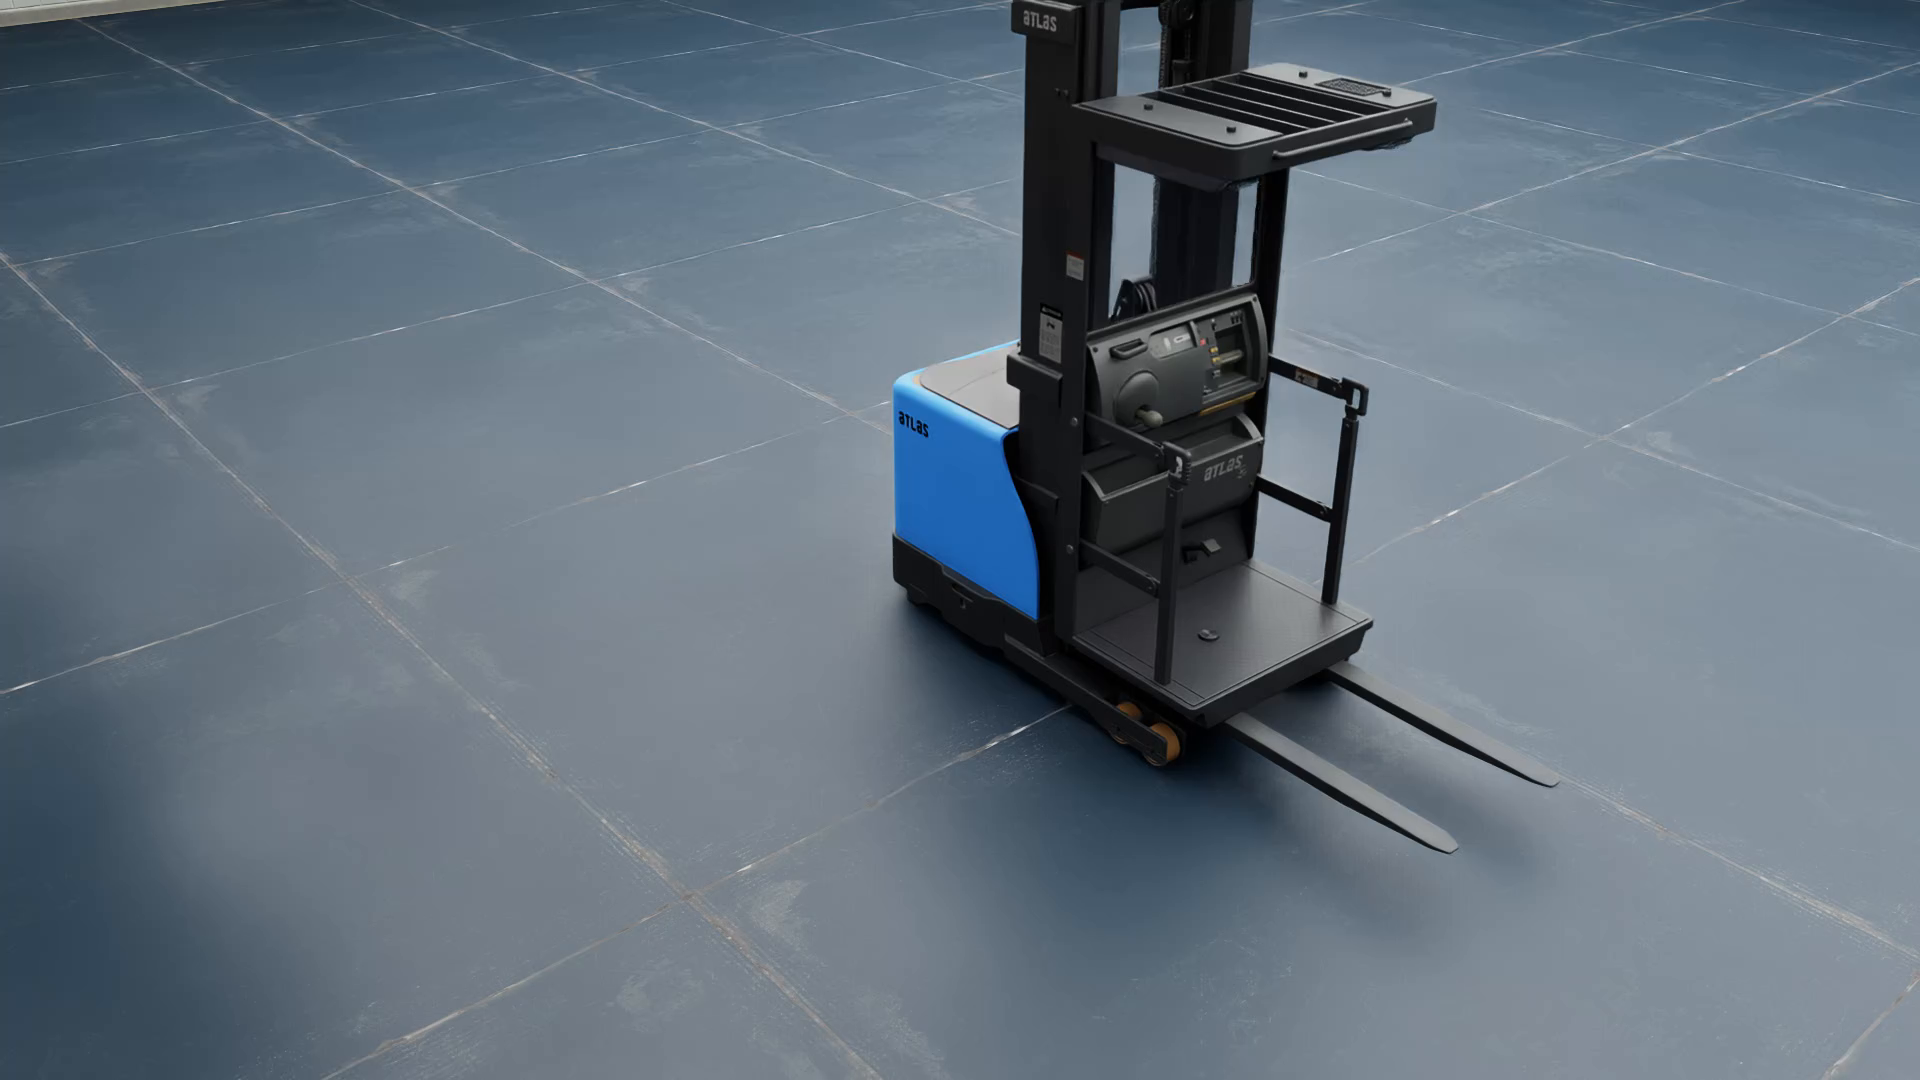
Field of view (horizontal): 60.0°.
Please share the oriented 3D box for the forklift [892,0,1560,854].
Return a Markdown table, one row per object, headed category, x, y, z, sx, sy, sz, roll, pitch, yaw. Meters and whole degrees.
| category | x | y | z | sx | sy | sz | roll | pitch | yaw |
| --- | --- | --- | --- | --- | --- | --- | --- | --- | --- |
| forklift | 1.002 | -0.666 | 6.387 | 1.130 | 2.935 | 3.031 | -21 | 34 | -34 |
